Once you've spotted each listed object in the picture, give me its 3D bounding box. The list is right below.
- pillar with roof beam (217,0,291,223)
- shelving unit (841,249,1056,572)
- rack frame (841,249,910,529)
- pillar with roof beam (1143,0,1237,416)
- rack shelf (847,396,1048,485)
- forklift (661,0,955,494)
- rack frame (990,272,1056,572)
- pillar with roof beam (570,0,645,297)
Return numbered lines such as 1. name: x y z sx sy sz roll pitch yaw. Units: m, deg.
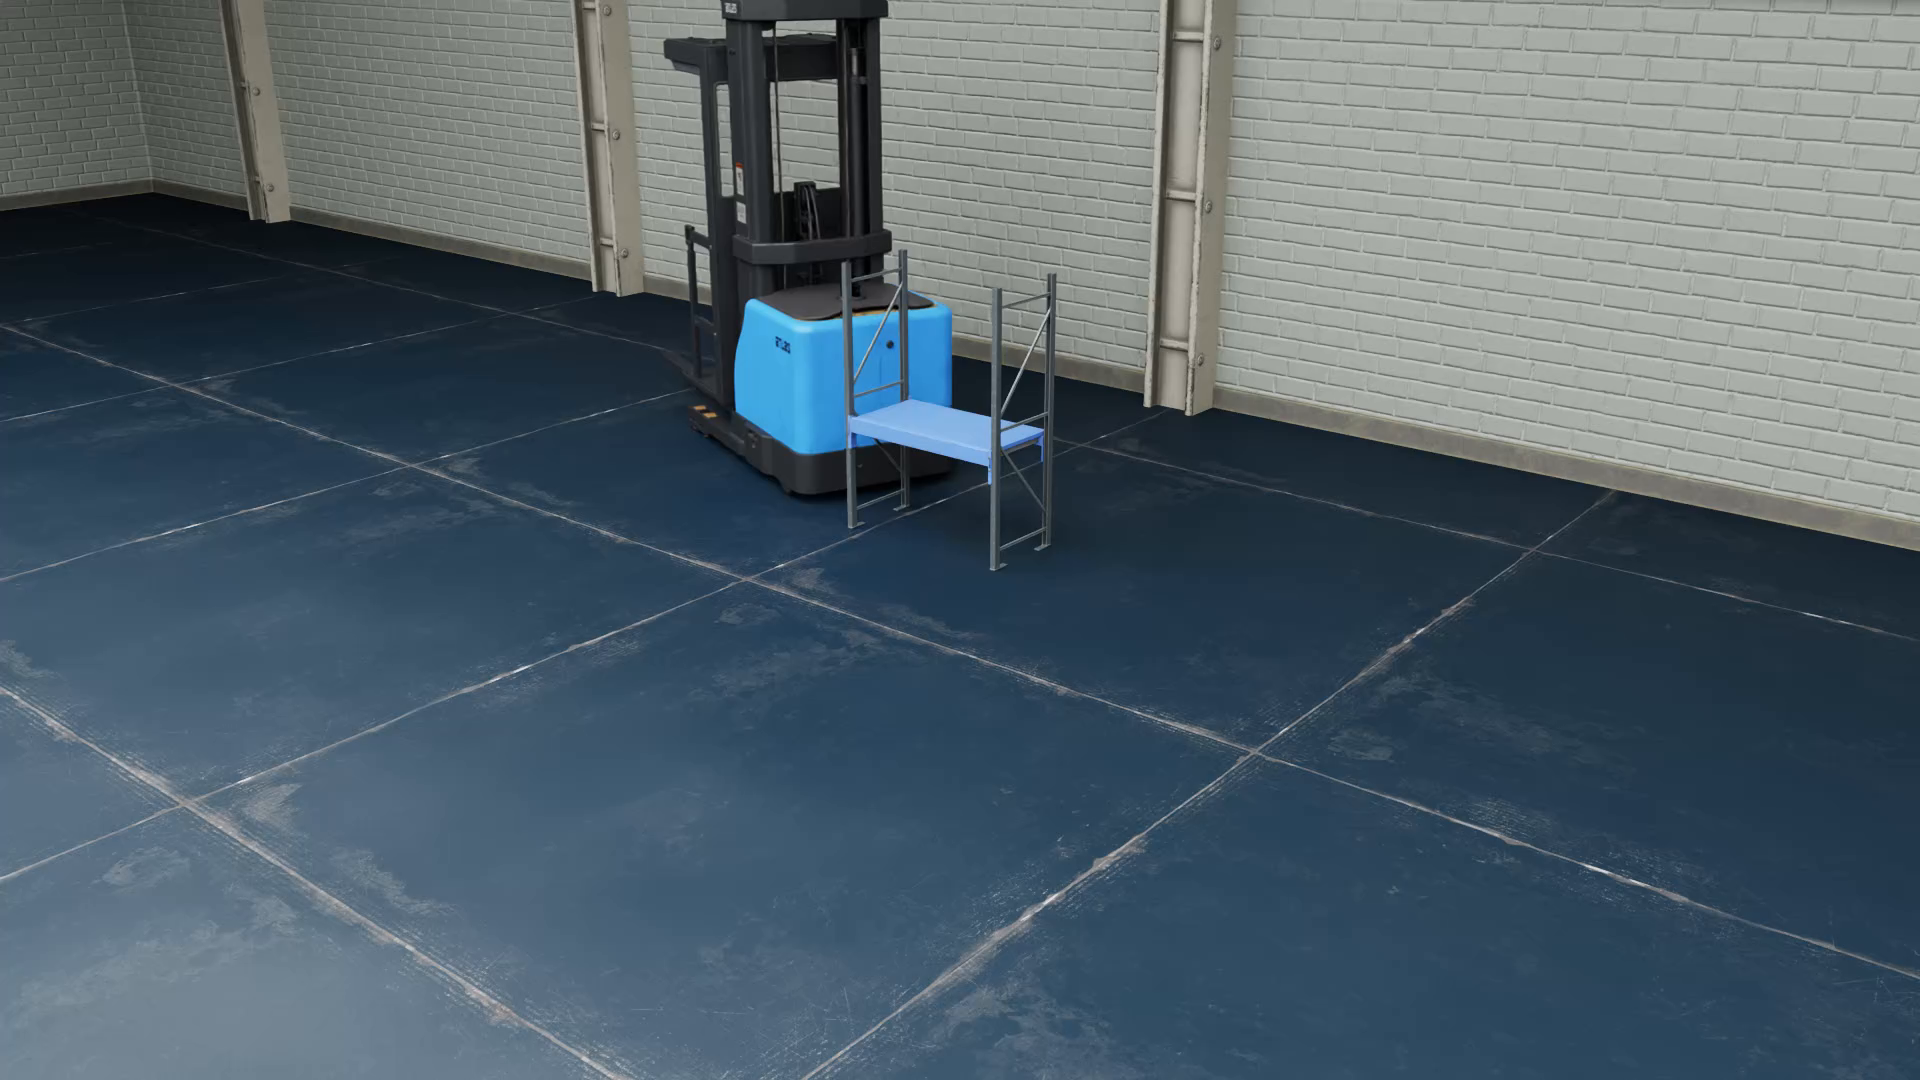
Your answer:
1. pillar with roof beam: -10.485 -6.649 14.048 0.400 9.000 9.100 16 26 36
2. shelving unit: -0.066 -0.721 8.954 1.048 1.500 0.538 16 26 36
3. rack frame: -0.460 -0.834 9.255 0.032 1.500 0.500 16 26 36
4. pillar with roof beam: -1.188 -3.972 6.948 0.400 9.000 9.100 16 26 36
5. rack shelf: -0.066 -0.552 9.017 1.000 0.185 0.538 16 26 36
6. forklift: -1.171 -2.113 10.617 1.130 2.935 3.031 -11 23 -26
7. rack frame: 0.328 -0.607 8.653 0.032 1.500 0.500 16 26 36
8. pillar with roof beam: -5.837 -5.311 10.498 0.400 9.000 9.100 16 26 36
